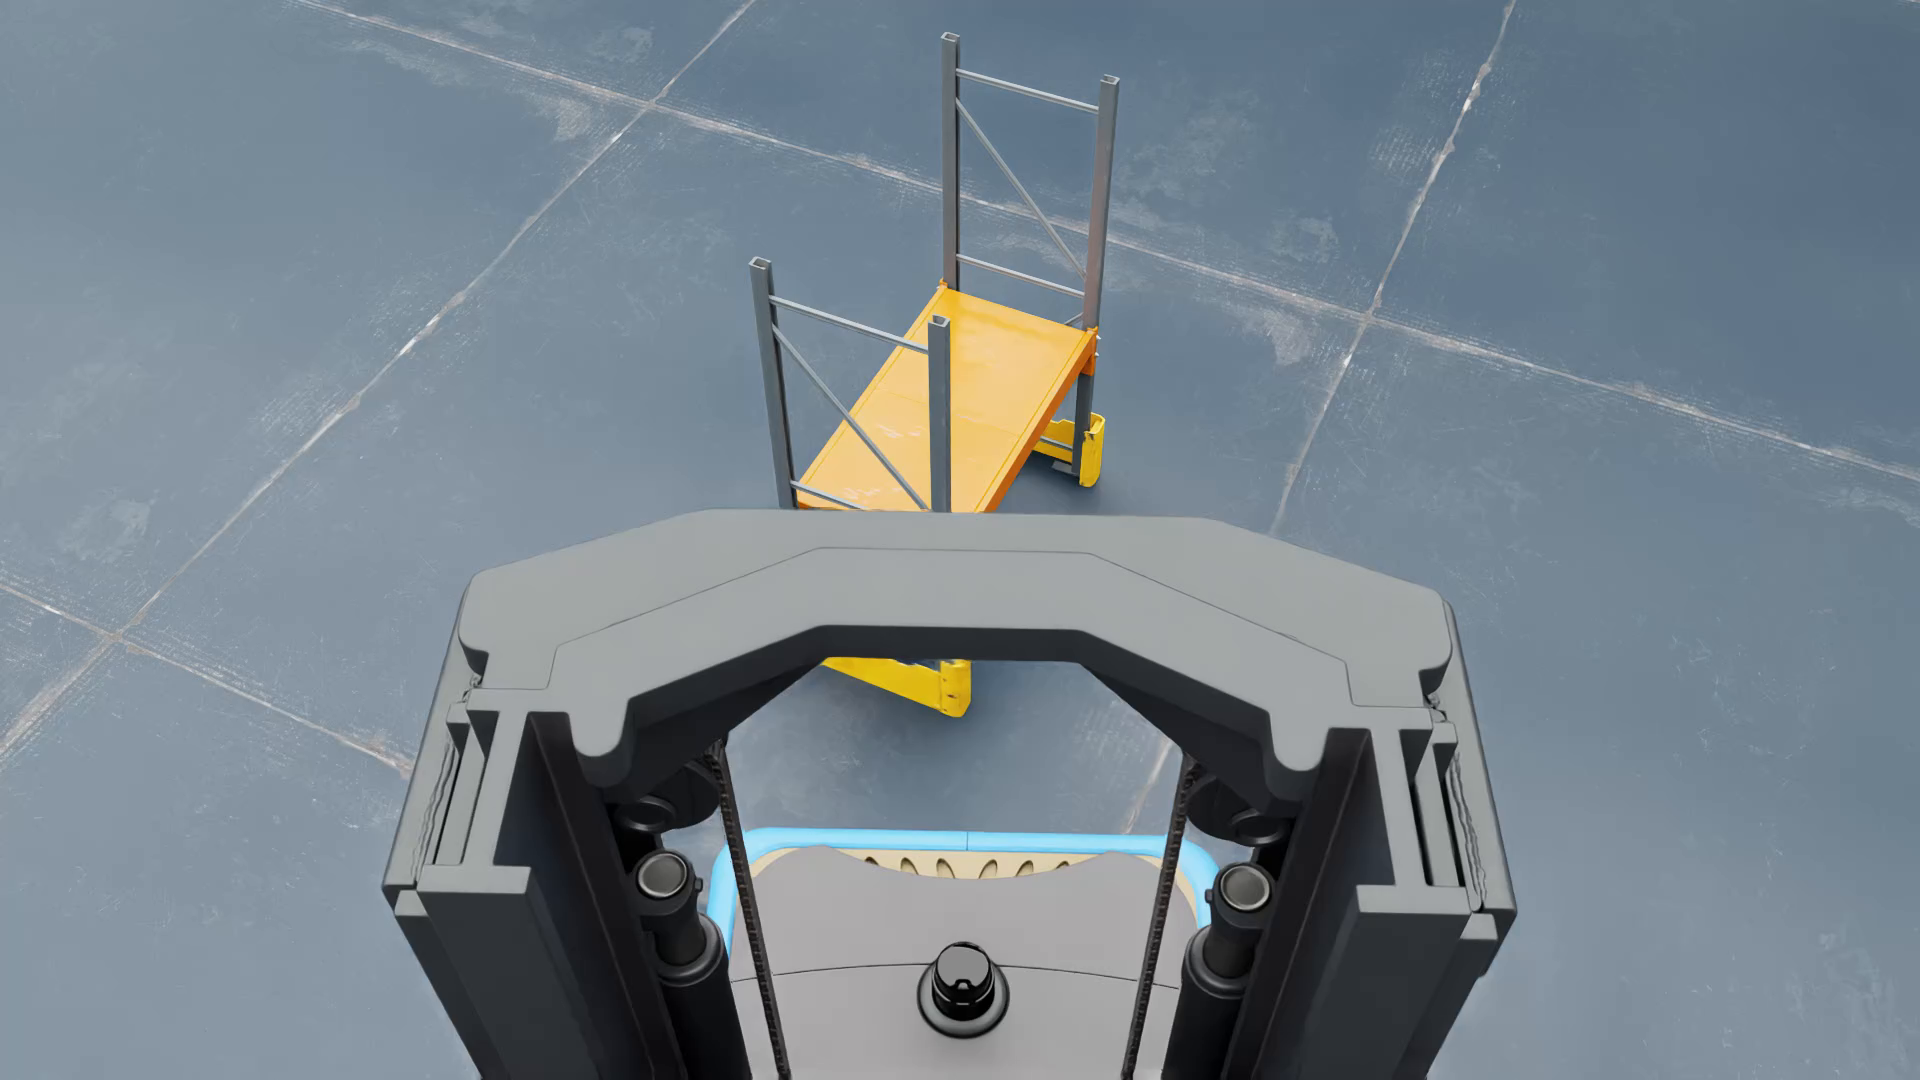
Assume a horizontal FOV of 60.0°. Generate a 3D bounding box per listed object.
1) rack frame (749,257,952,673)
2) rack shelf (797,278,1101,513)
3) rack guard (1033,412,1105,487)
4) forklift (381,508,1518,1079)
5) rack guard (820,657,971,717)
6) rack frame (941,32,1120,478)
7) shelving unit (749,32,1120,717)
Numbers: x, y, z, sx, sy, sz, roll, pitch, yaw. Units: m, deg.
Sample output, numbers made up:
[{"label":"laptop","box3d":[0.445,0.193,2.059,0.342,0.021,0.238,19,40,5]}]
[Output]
[{"label":"rack frame","box3d":[-0.254,-0.077,4.331,0.500,1.500,0.032,20,52,16]},{"label":"rack shelf","box3d":[-0.036,-0.311,4.766,0.538,0.185,1.000,20,52,16]},{"label":"rack guard","box3d":[0.180,-0.371,5.402,0.587,0.250,0.087,20,52,16]},{"label":"forklift","box3d":[-0.021,1.460,2.083,1.130,2.935,3.031,1,50,1]},{"label":"rack guard","box3d":[-0.245,0.314,4.818,0.587,0.250,0.087,20,52,16]},{"label":"rack frame","box3d":[0.181,-0.777,4.927,0.500,1.500,0.032,20,52,16]},{"label":"shelving unit","box3d":[-0.033,-0.434,4.634,0.587,1.500,1.083,20,52,16]}]
